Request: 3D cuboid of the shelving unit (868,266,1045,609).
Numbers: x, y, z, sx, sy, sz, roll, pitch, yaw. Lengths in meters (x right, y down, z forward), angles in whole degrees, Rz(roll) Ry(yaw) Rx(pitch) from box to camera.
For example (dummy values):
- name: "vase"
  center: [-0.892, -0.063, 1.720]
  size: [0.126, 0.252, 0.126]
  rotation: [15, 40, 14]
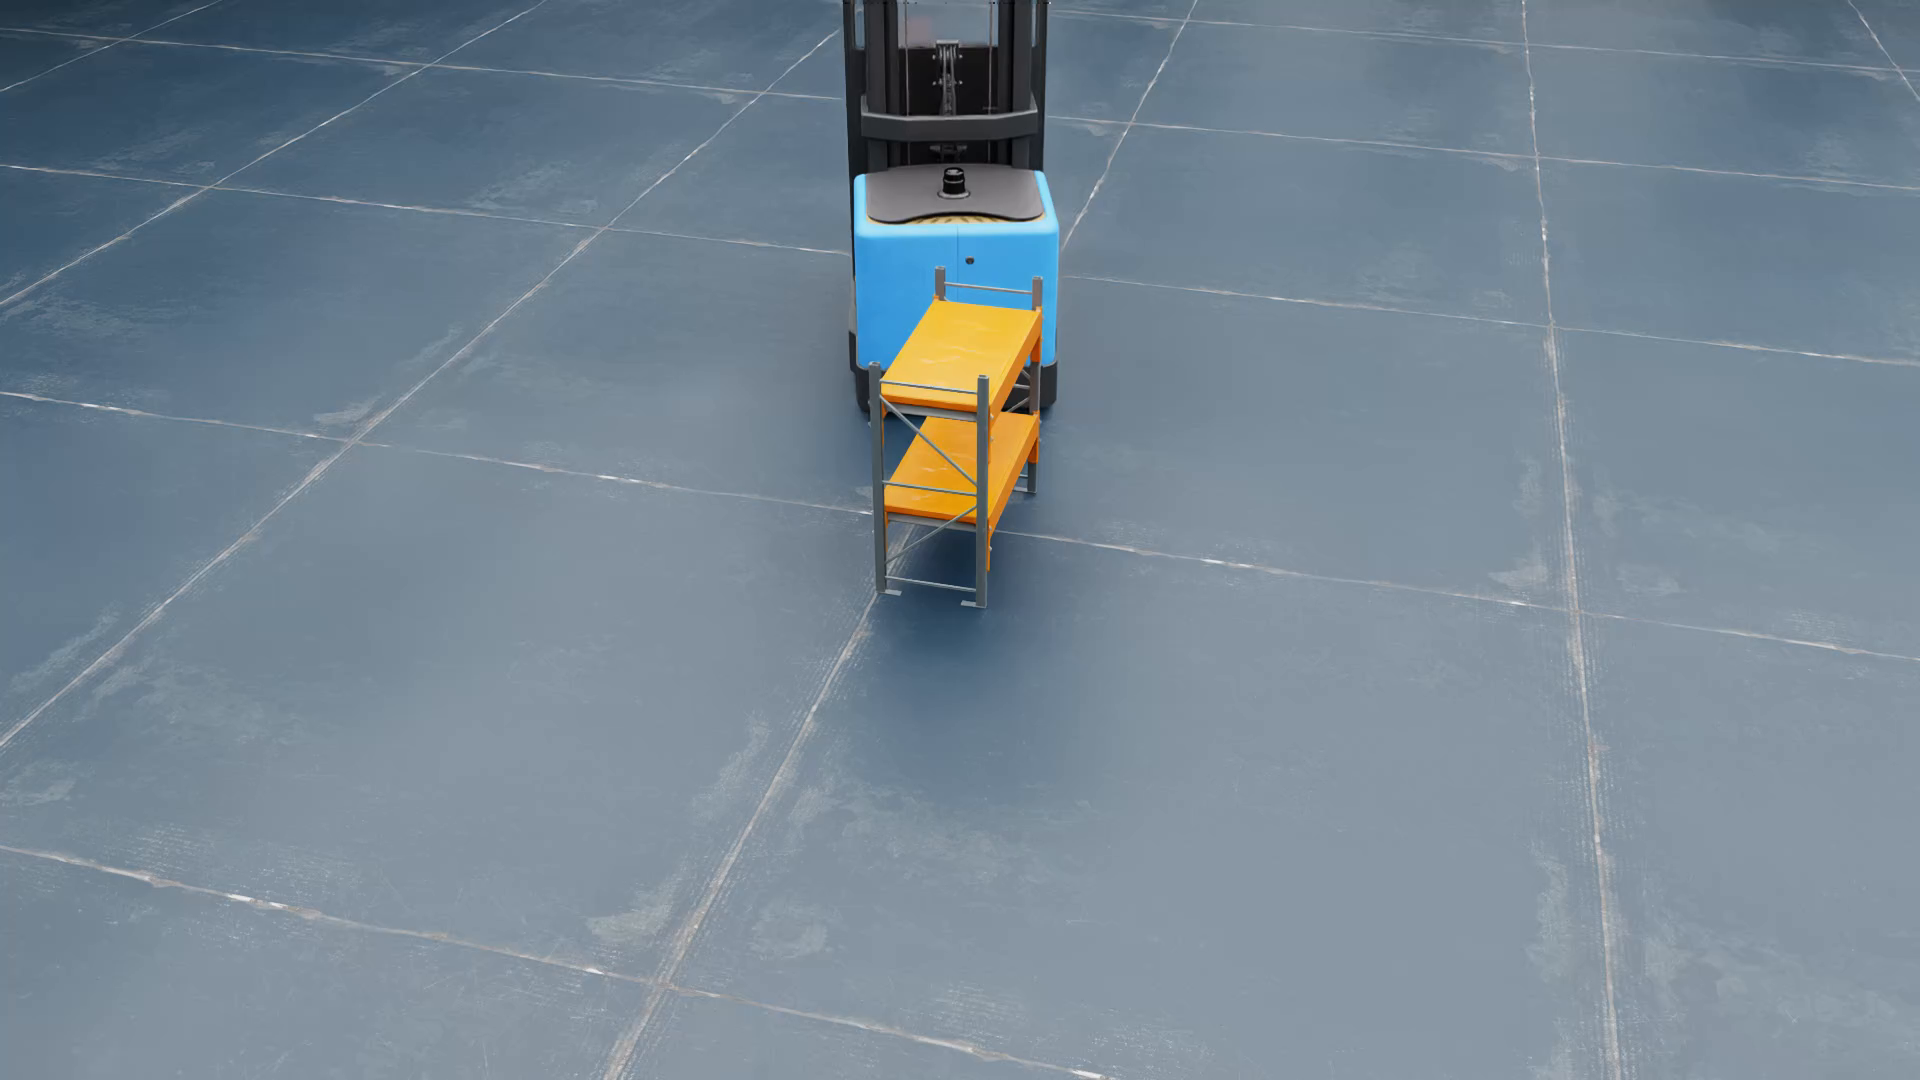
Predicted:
- name: "shelving unit"
  center: [0.002, -0.478, 7.454]
  size: [0.538, 1.125, 1.048]
  rotation: [8, 33, 12]

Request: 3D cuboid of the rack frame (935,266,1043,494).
- name: "rack frame"
  center: [0.131, -0.742, 7.869]
  size: [0.500, 1.125, 0.032]
  rotation: [8, 33, 12]

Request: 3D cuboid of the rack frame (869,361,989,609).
- name: "rack frame"
  center: [-0.127, -0.214, 7.039]
  size: [0.500, 1.125, 0.032]
  rotation: [8, 33, 12]

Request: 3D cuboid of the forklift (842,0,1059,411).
- name: "forklift"
  center: [-0.093, -2.665, 9.210]
  size: [1.130, 2.935, 3.031]
  rotation: [-2, 32, -3]

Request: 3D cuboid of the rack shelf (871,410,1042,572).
- name: "rack shelf"
  center: [0.002, -0.272, 7.585]
  size: [0.538, 0.278, 1.000]
  rotation: [8, 33, 12]

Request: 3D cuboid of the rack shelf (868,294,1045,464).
- name: "rack shelf"
  center: [0.002, -0.725, 7.297]
  size: [0.538, 0.278, 1.000]
  rotation: [8, 33, 12]
